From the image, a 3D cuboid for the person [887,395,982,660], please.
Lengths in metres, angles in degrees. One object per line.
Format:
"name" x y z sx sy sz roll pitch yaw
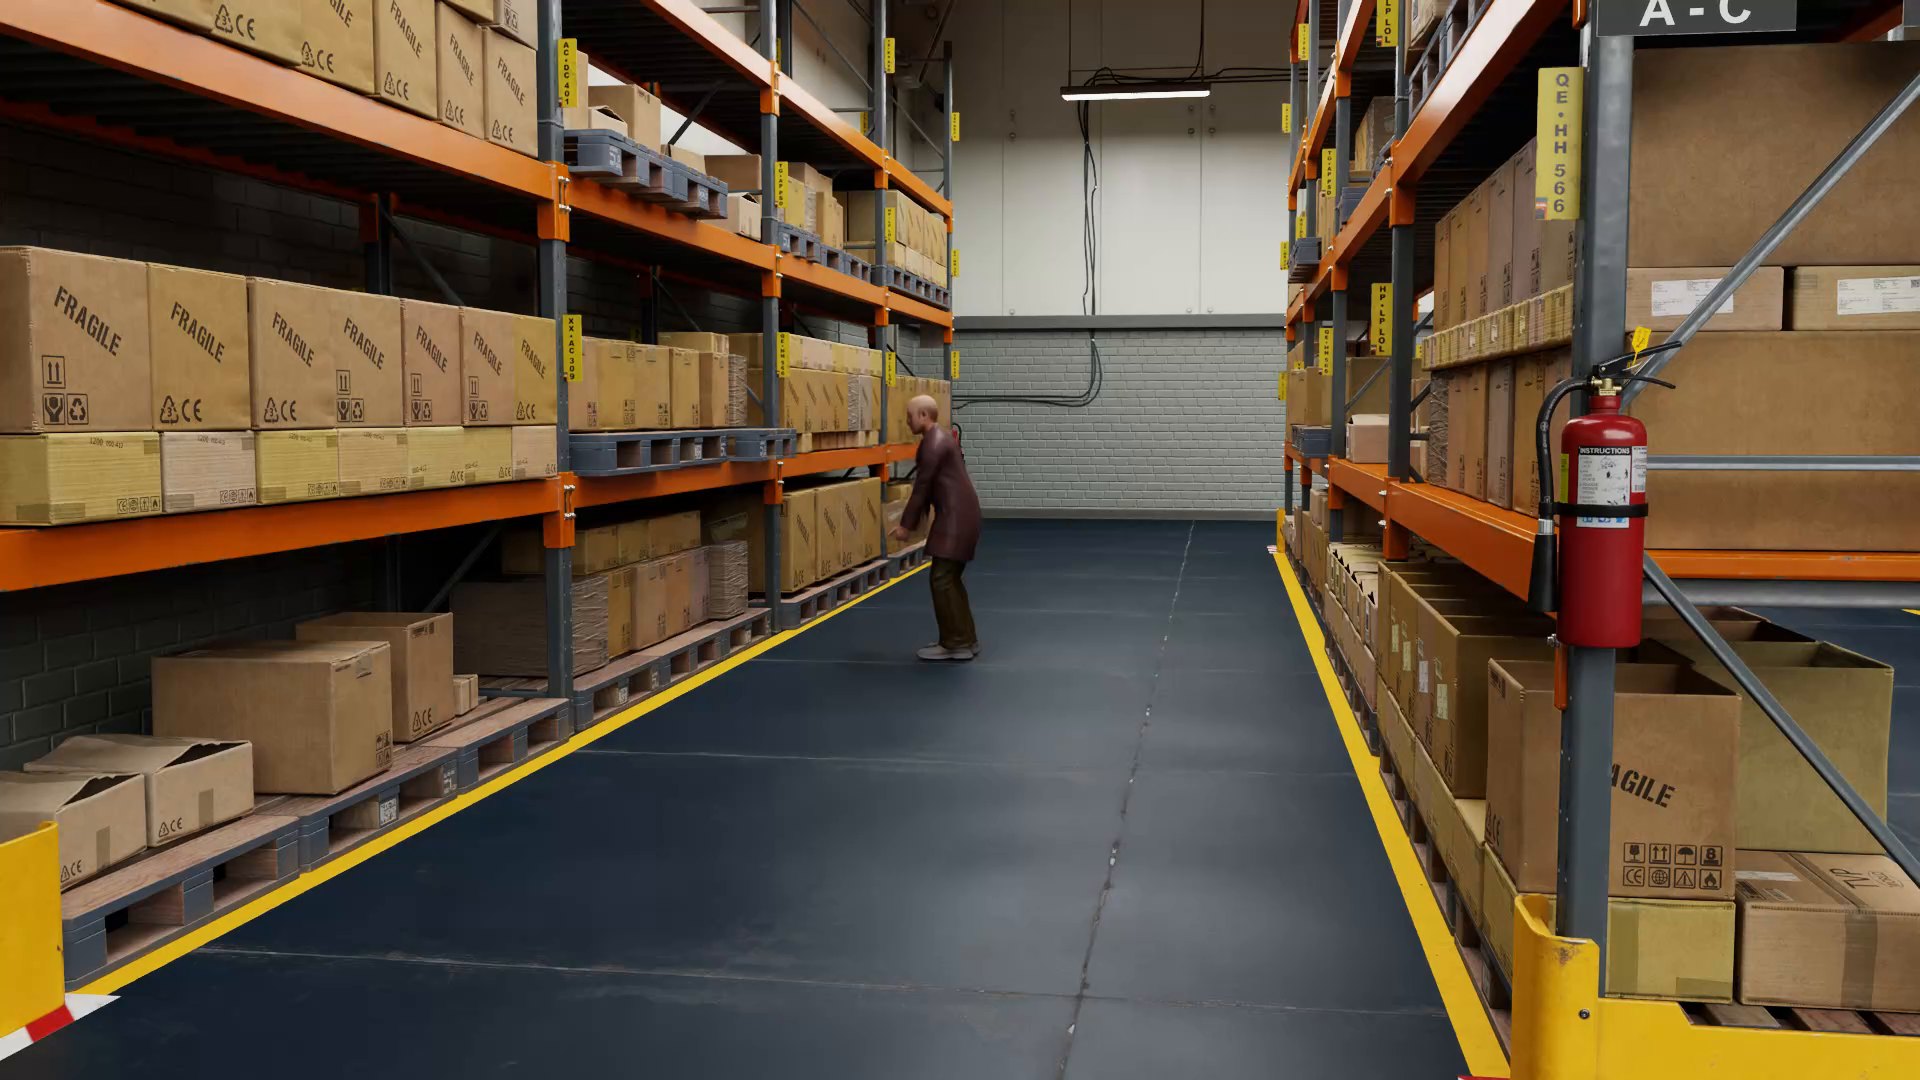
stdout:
"person" -0.159 -0.088 11.026 0.606 1.742 0.537 1 4 8
